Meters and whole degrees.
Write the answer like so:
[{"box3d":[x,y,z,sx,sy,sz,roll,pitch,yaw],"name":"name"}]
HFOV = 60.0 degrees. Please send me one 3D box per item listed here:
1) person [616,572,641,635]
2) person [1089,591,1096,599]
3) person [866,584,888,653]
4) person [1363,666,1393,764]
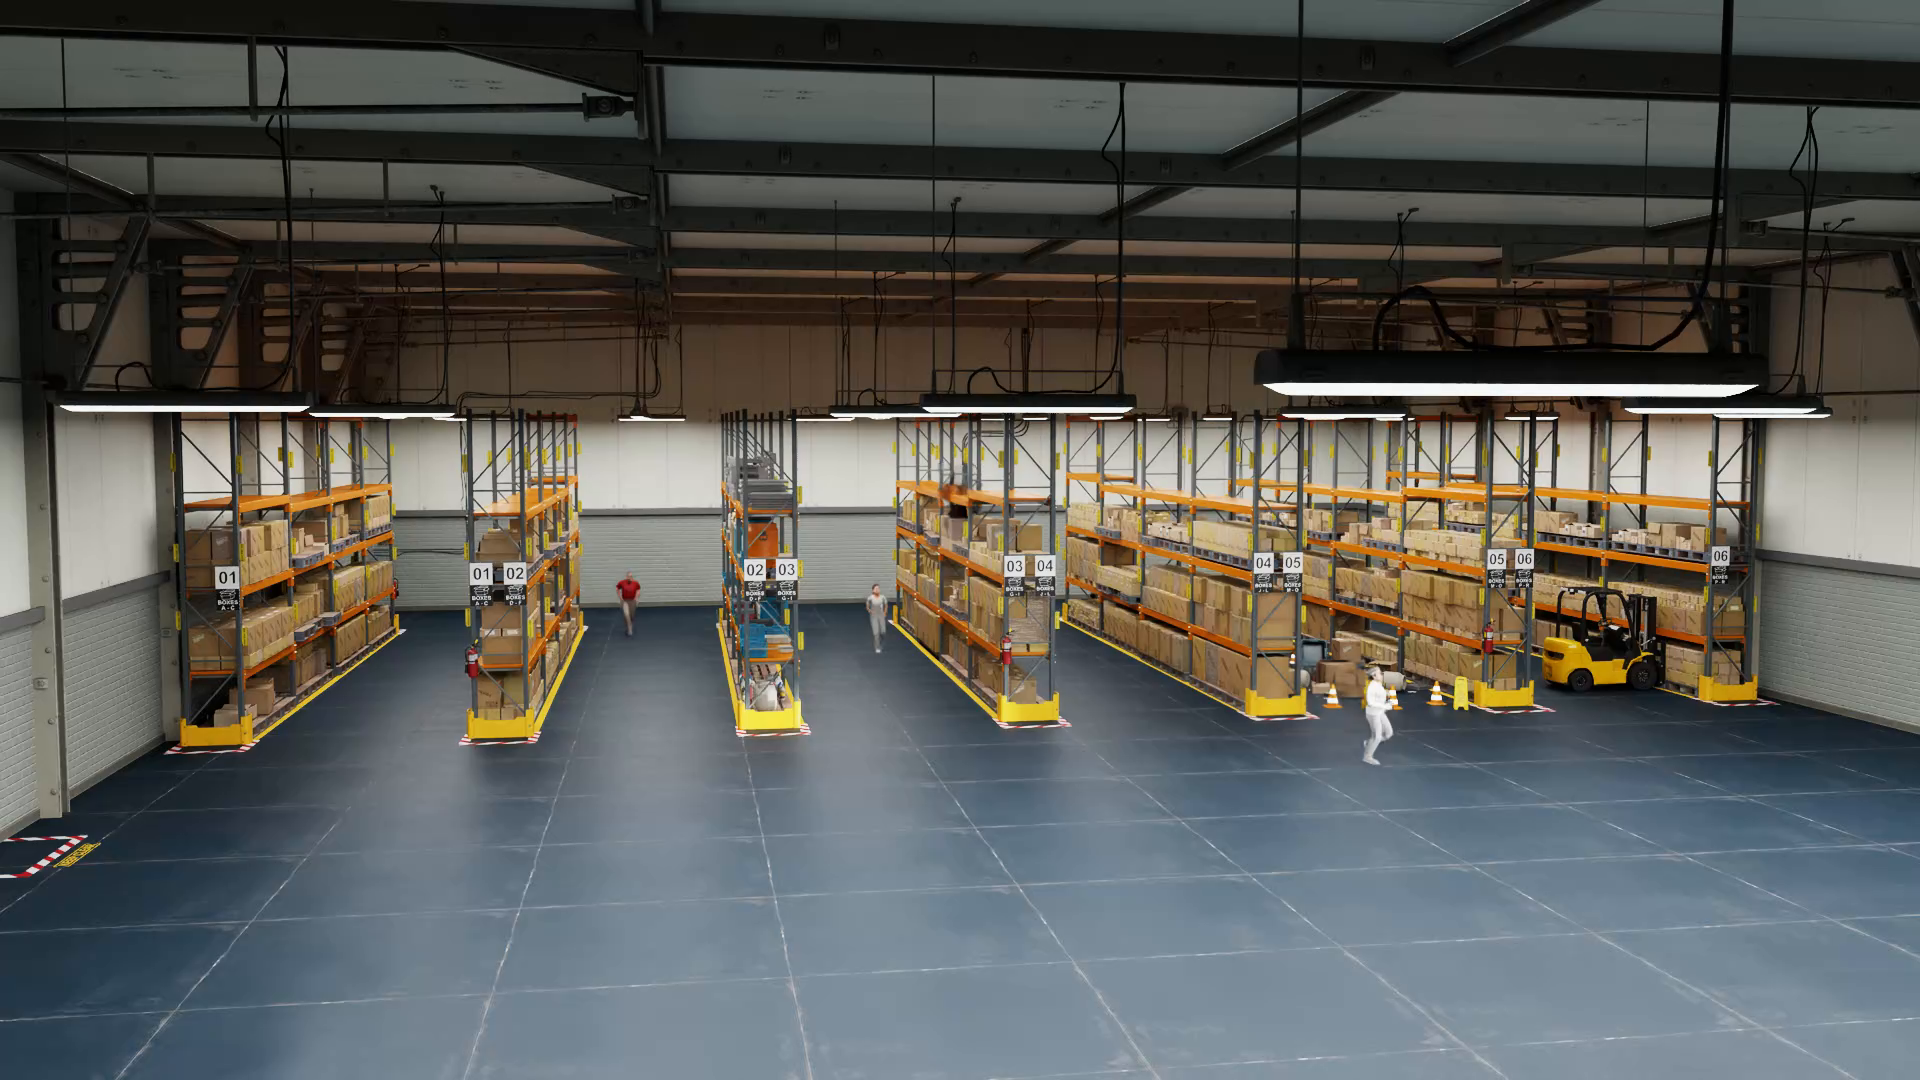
[{"box3d":[-9.070,1.713,45.507,0.669,1.704,0.992,-1,4,-15],"name":"person"},{"box3d":[4.105,1.402,49.631,0.766,1.821,0.663,2,4,25],"name":"person"},{"box3d":[-1.947,1.872,39.398,0.539,1.648,0.528,-1,4,-11],"name":"person"},{"box3d":[7.039,2.937,27.976,0.526,1.668,0.668,2,5,30],"name":"person"}]
